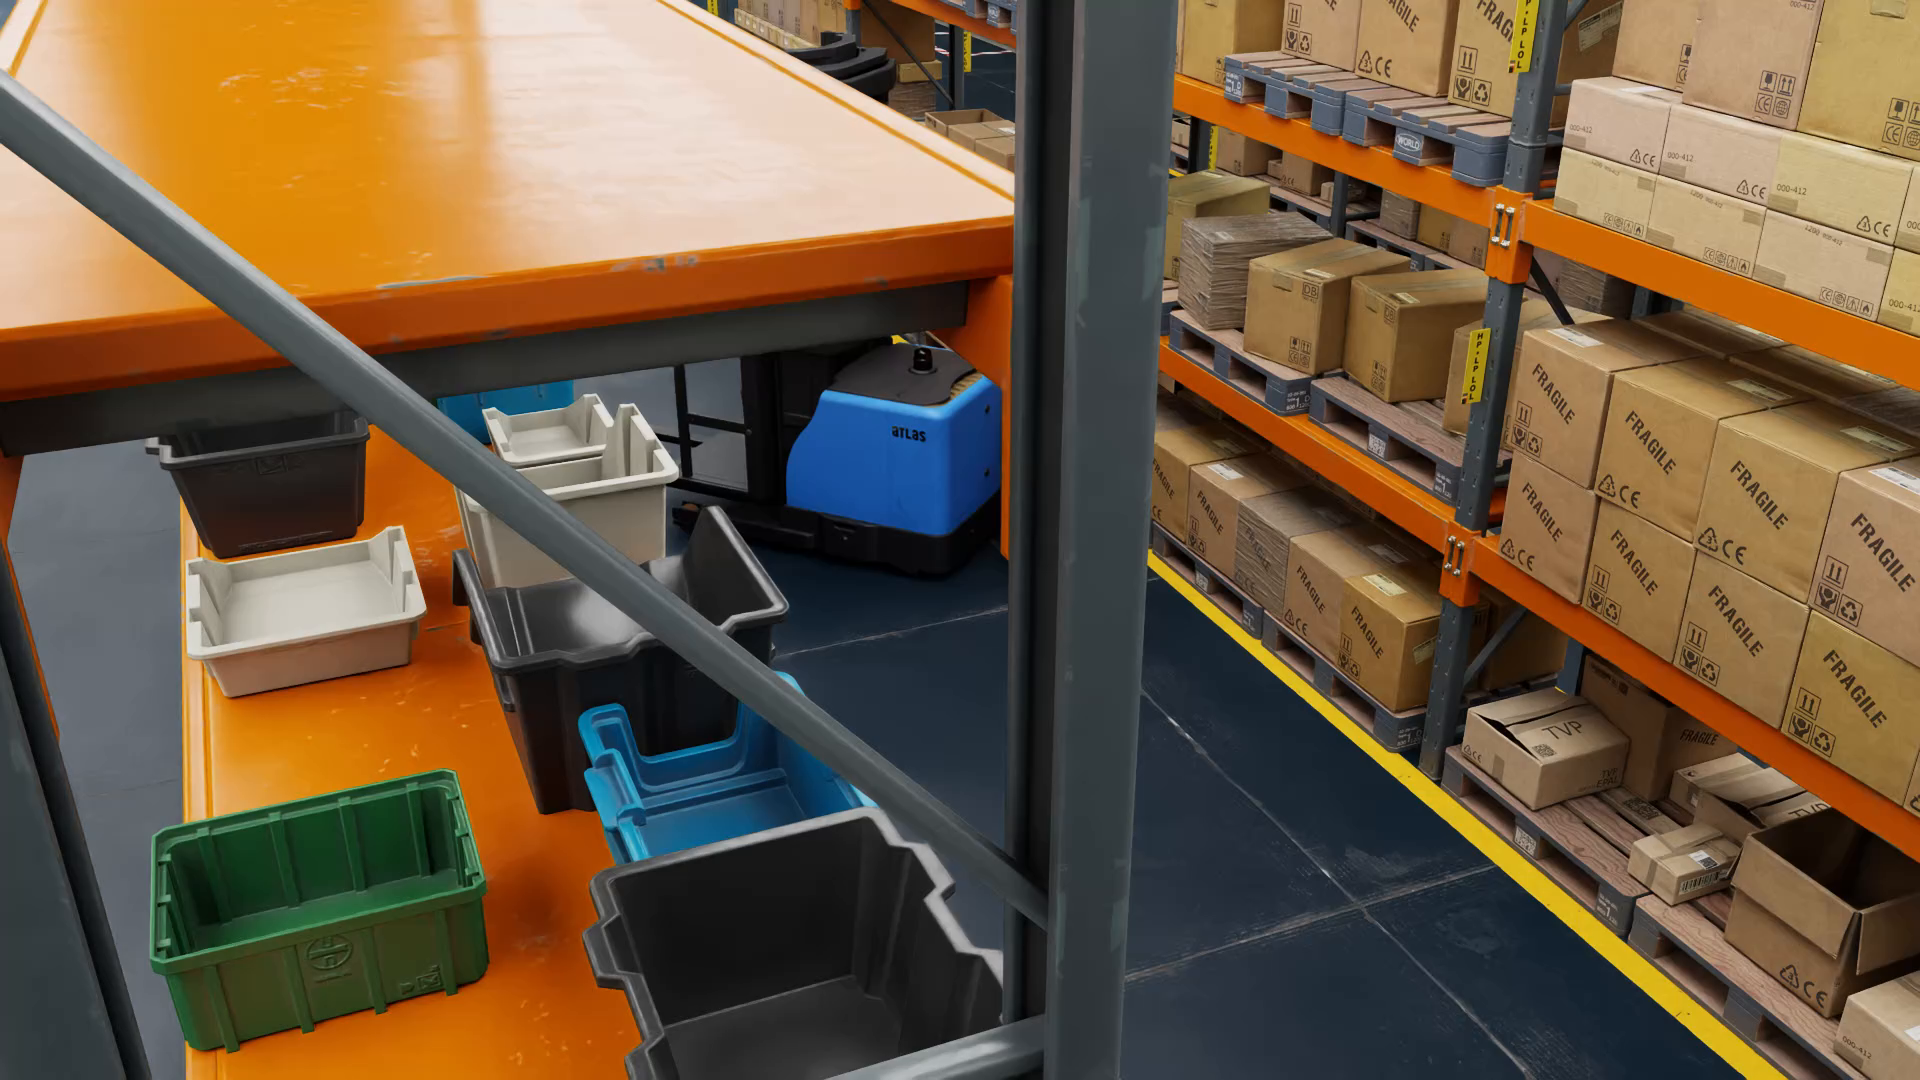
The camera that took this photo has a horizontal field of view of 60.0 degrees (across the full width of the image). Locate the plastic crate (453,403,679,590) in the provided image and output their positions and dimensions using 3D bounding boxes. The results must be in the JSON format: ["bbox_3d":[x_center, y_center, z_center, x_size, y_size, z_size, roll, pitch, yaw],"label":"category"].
[{"bbox_3d":[-0.894,-0.085,3.721,0.437,0.282,0.530,-11,28,-21],"label":"plastic crate"}]

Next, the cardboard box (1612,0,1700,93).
[{"bbox_3d":[2.908,-1.959,6.171,0.700,0.500,0.500,-11,28,-21],"label":"cardboard box"}]

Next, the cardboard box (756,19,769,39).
[{"bbox_3d":[-1.762,-4.983,16.183,0.380,0.149,0.250,-11,28,-21],"label":"cardboard box"}]

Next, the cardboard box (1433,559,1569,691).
[{"bbox_3d":[2.718,0.382,8.397,0.500,0.500,0.500,-12,28,-23],"label":"cardboard box"}]

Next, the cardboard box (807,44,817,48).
[{"bbox_3d":[-1.150,-4.357,14.901,0.380,0.149,0.250,-11,28,-21],"label":"cardboard box"}]

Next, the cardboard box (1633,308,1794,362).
[{"bbox_3d":[3.119,-0.641,6.891,0.500,0.500,0.500,-10,28,-20],"label":"cardboard box"}]

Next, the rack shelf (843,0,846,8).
[{"bbox_3d":[-1.233,-5.368,15.227,1.077,0.370,4.000,-11,28,-21],"label":"rack shelf"}]

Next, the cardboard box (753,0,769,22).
[{"bbox_3d":[-1.614,-5.356,16.208,0.700,0.500,0.500,-11,28,-22],"label":"cardboard box"}]

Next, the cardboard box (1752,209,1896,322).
[{"bbox_3d":[3.032,-0.944,5.516,0.500,0.250,0.500,-11,28,-21],"label":"cardboard box"}]

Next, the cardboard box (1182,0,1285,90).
[{"bbox_3d":[1.722,-2.728,8.886,0.910,0.500,0.500,-11,28,-21],"label":"cardboard box"}]

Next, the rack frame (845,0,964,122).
[{"bbox_3d":[-0.450,-3.536,14.074,1.000,3.000,0.127,-11,28,-21],"label":"rack frame"}]

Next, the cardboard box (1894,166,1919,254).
[{"bbox_3d":[3.223,-0.966,4.991,0.500,0.250,0.500,-11,28,-21],"label":"cardboard box"}]

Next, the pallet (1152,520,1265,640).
[{"bbox_3d":[1.848,0.131,9.741,1.003,0.211,1.213,-11,28,-21],"label":"pallet"}]

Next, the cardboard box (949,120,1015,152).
[{"bbox_3d":[0.238,-2.854,12.562,0.500,0.500,0.500,-11,28,-21],"label":"cardboard box"}]

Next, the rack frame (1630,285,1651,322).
[{"bbox_3d":[5.673,-2.774,12.513,1.000,3.000,0.127,-11,28,-21],"label":"rack frame"}]

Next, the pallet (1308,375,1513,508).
[{"bbox_3d":[2.470,-0.562,8.201,1.003,0.211,1.213,-11,28,-21],"label":"pallet"}]

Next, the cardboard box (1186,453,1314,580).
[{"bbox_3d":[1.643,-0.140,9.465,0.500,0.500,0.500,-12,28,-22],"label":"cardboard box"}]

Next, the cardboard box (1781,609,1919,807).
[{"bbox_3d":[3.230,0.514,5.663,0.500,0.500,0.500,-11,28,-21],"label":"cardboard box"}]

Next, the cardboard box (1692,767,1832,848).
[{"bbox_3d":[3.461,1.188,6.961,0.500,0.311,0.500,-11,28,-21],"label":"cardboard box"}]

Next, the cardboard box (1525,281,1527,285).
[{"bbox_3d":[5.028,-2.554,14.410,0.700,0.500,0.500,-11,28,-21],"label":"cardboard box"}]

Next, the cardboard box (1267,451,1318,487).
[{"bbox_3d":[2.112,-0.239,9.668,0.500,0.500,0.500,-12,28,-23],"label":"cardboard box"}]

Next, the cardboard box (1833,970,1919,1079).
[{"bbox_3d":[3.465,1.780,5.818,0.500,0.250,0.500,-11,28,-21],"label":"cardboard box"}]

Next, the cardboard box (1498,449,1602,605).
[{"bbox_3d":[2.632,-0.099,6.920,0.500,0.500,0.500,-10,28,-19],"label":"cardboard box"}]

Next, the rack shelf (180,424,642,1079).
[{"bbox_3d":[-1.093,0.326,3.565,1.077,0.370,4.000,-11,28,-21],"label":"rack shelf"}]

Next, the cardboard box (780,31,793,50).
[{"bbox_3d":[-1.460,-4.671,15.546,0.380,0.149,0.250,-10,28,-20],"label":"cardboard box"}]

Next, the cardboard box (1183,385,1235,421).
[{"bbox_3d":[1.725,-0.974,10.318,0.500,0.250,0.500,-9,28,-19],"label":"cardboard box"}]

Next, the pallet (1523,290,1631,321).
[{"bbox_3d":[5.368,-1.837,13.771,1.003,0.211,1.213,-11,28,-21],"label":"pallet"}]

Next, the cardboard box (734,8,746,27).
[{"bbox_3d":[-2.061,-5.292,16.817,0.380,0.149,0.250,-11,28,-21],"label":"cardboard box"}]

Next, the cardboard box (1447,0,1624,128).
[{"bbox_3d":[2.553,-2.149,7.108,0.600,0.600,0.600,-13,29,-25],"label":"cardboard box"}]

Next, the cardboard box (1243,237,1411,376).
[{"bbox_3d":[1.934,-1.243,8.784,0.700,0.500,0.500,-19,32,-33],"label":"cardboard box"}]

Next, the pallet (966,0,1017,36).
[{"bbox_3d":[0.768,-3.443,10.680,1.213,0.211,1.003,-9,28,-18],"label":"pallet"}]

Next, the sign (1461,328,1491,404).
[{"bbox_3d":[2.174,-0.730,7.007,0.100,0.325,0.005,-11,28,-21],"label":"sign"}]

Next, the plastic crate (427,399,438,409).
[{"bbox_3d":[-1.432,-0.591,4.864,0.450,0.188,0.662,-11,28,-21],"label":"plastic crate"}]

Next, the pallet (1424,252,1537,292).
[{"bbox_3d":[4.894,-2.329,14.779,1.003,0.211,1.213,-11,28,-21],"label":"pallet"}]

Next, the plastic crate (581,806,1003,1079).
[{"bbox_3d":[-0.204,0.665,2.199,0.497,0.269,0.590,-11,28,-21],"label":"plastic crate"}]

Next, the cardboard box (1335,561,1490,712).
[{"bbox_3d":[2.226,0.469,8.218,0.500,0.500,0.500,-11,28,-21],"label":"cardboard box"}]

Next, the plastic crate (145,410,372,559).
[{"bbox_3d":[-1.642,-0.198,3.966,0.497,0.269,0.590,-11,28,-21],"label":"plastic crate"}]

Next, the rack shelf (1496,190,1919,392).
[{"bbox_3d":[3.466,-0.524,5.305,1.077,0.370,4.000,-11,28,-21],"label":"rack shelf"}]

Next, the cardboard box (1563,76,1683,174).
[{"bbox_3d":[2.645,-1.573,6.235,0.500,0.250,0.500,-11,28,-21],"label":"cardboard box"}]

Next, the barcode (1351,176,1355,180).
[{"bbox_3d":[4.050,-3.732,17.142,0.001,0.075,0.075,-11,28,-21],"label":"barcode"}]

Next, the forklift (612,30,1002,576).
[{"bbox_3d":[-1.225,-1.534,10.051,3.031,2.935,1.130,12,28,23],"label":"forklift"}]

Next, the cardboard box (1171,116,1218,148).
[{"bbox_3d":[2.728,-4.698,19.017,0.500,0.311,0.500,-14,29,-26],"label":"cardboard box"}]

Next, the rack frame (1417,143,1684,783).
[{"bbox_3d":[2.683,-0.307,7.459,1.000,3.000,0.127,-11,28,-21],"label":"rack frame"}]

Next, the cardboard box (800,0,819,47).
[{"bbox_3d":[-1.024,-4.748,14.964,0.700,0.500,0.500,-11,28,-21],"label":"cardboard box"}]

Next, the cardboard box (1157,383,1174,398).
[{"bbox_3d":[1.032,-0.763,10.742,0.500,0.500,0.500,-9,28,-18],"label":"cardboard box"}]

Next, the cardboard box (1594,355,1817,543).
[{"bbox_3d":[2.811,-0.354,6.303,0.500,0.500,0.500,-11,28,-22],"label":"cardboard box"}]

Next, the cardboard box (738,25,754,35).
[{"bbox_3d":[-1.845,-5.005,16.969,0.700,0.500,0.500,-11,28,-21],"label":"cardboard box"}]

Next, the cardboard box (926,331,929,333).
[{"bbox_3d":[-0.116,-1.869,13.314,0.500,0.250,0.500,-11,28,-22],"label":"cardboard box"}]

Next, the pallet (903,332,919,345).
[{"bbox_3d":[-0.126,-1.993,14.090,1.003,0.211,1.213,-11,28,-21],"label":"pallet"}]

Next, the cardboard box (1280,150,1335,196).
[{"bbox_3d":[3.663,-3.876,17.116,0.500,0.500,0.500,-13,29,-24],"label":"cardboard box"}]

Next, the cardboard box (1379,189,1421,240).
[{"bbox_3d":[4.410,-3.169,15.670,0.700,0.500,0.500,-10,28,-19],"label":"cardboard box"}]
